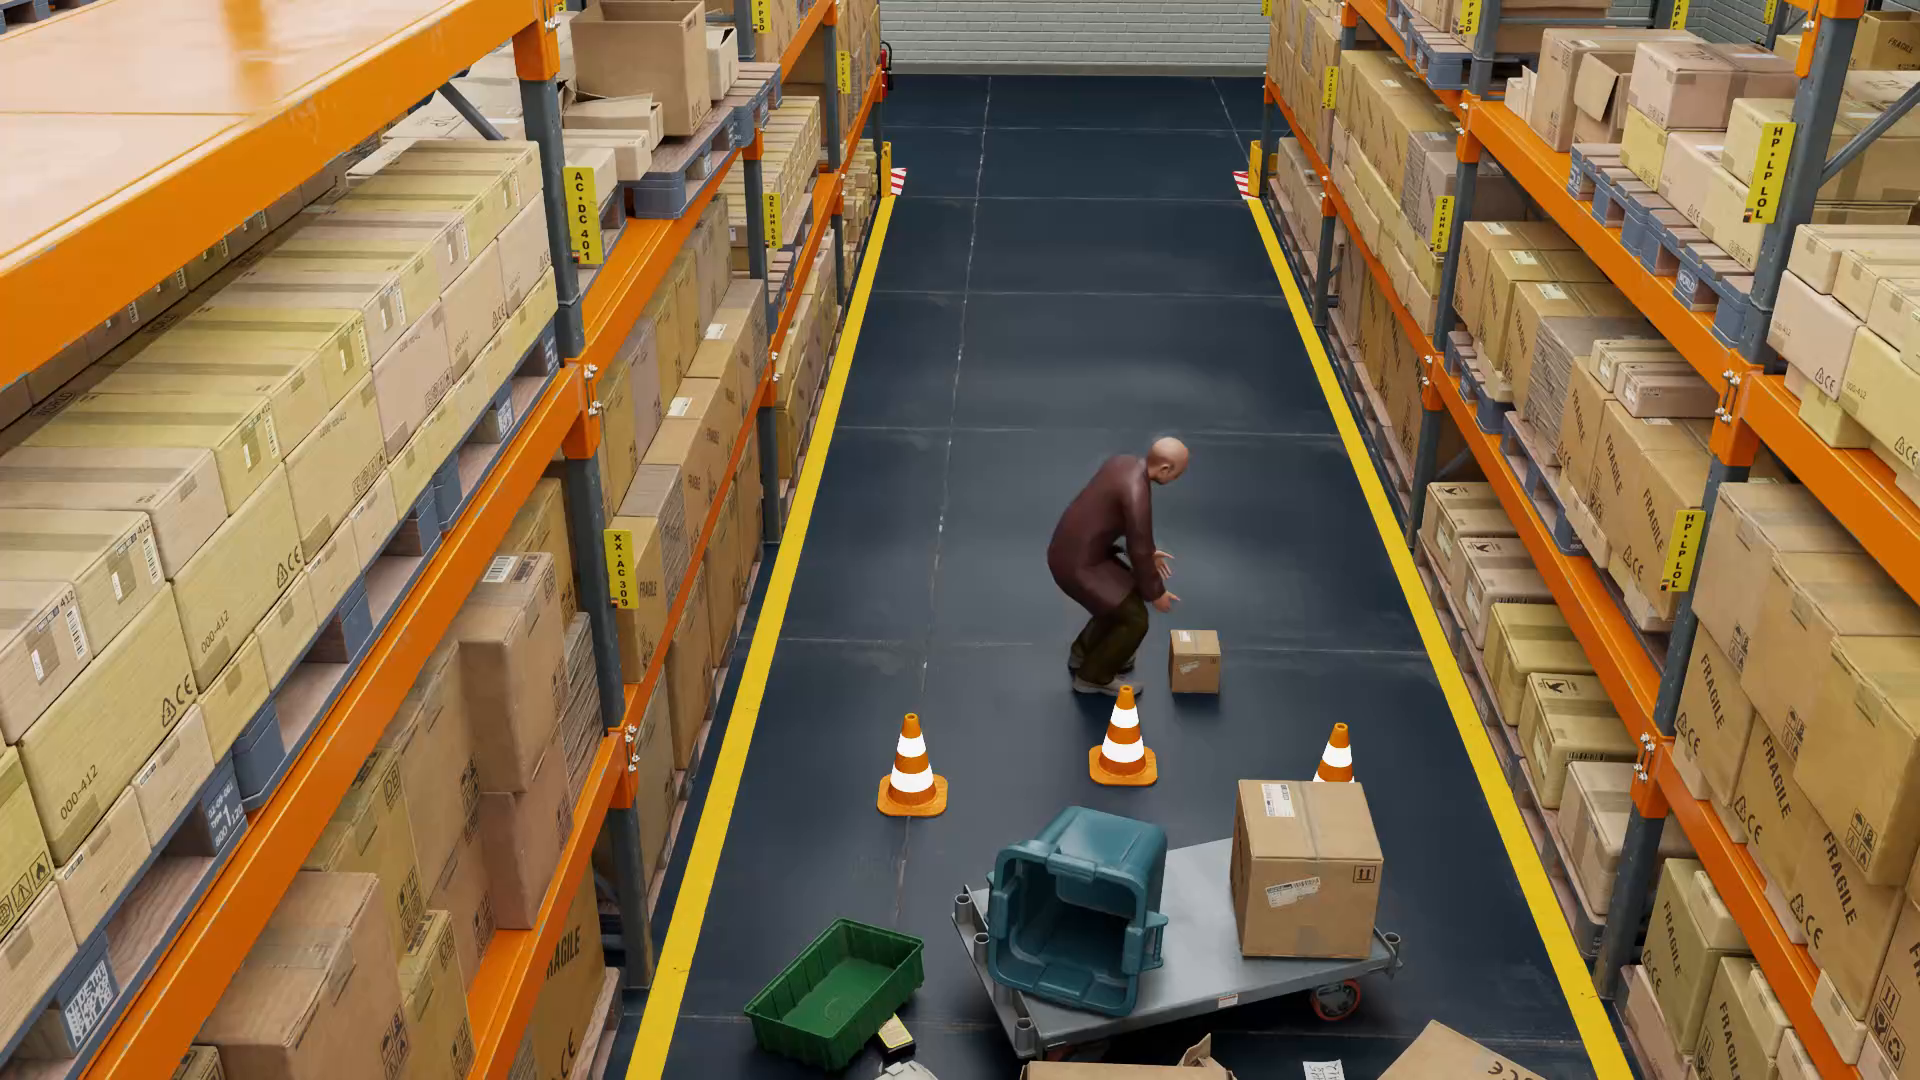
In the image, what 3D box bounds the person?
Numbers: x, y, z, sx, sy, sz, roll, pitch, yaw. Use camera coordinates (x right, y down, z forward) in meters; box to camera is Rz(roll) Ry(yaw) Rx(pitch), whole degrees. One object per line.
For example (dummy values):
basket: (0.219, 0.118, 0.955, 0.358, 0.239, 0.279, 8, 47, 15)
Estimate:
person: (0.817, 0.115, 8.812, 0.719, 1.417, 0.630, 1, 28, 2)
